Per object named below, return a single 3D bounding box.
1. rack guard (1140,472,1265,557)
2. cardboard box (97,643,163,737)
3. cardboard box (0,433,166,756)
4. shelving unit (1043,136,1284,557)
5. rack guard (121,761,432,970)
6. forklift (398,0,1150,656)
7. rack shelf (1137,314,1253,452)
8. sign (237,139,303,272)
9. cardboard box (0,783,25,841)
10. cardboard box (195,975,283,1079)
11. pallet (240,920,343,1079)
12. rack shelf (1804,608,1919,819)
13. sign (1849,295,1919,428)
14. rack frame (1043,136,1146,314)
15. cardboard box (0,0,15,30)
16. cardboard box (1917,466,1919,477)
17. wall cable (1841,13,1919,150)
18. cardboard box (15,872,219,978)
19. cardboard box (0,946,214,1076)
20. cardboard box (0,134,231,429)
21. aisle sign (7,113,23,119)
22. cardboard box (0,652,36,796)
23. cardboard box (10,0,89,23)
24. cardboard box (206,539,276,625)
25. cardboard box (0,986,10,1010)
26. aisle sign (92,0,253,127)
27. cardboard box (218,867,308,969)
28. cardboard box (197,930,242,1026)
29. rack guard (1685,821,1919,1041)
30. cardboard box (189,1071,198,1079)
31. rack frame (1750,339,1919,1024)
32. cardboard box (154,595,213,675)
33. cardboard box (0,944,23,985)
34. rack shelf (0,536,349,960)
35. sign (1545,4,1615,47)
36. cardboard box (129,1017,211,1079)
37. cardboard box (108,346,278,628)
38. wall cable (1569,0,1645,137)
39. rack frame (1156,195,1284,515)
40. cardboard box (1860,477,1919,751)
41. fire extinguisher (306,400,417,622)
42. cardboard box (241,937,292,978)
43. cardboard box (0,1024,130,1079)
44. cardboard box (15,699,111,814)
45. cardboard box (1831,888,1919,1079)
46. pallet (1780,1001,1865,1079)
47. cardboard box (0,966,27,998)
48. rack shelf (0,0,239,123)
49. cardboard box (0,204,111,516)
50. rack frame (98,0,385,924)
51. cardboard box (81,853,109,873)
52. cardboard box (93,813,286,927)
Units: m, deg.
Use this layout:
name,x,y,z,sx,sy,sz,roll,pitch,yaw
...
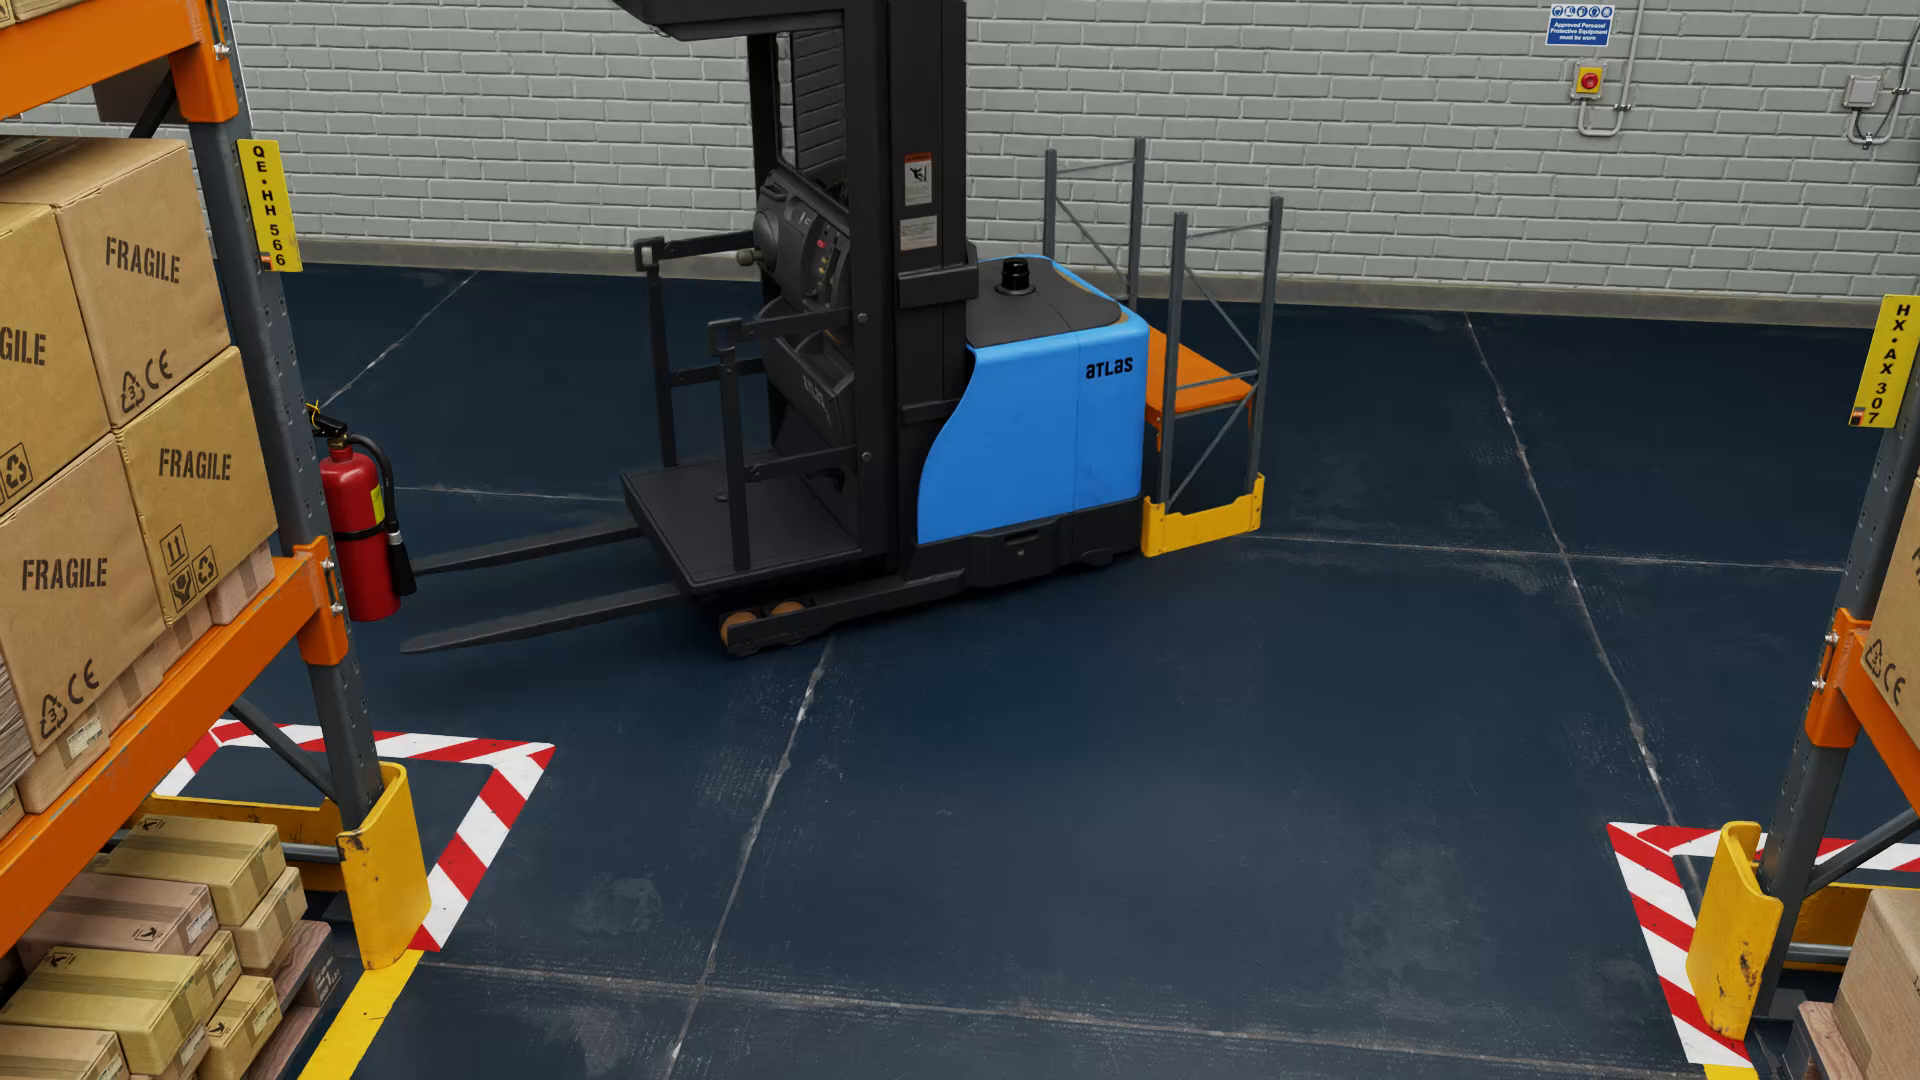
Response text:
name,x,y,z,sx,sy,sz,roll,pitch,yaw
rack guard,1.051,-0.116,7.201,0.587,0.250,0.087,-14,31,-23
cardboard box,-2.064,0.314,3.770,0.380,0.149,0.250,3,28,6
cardboard box,-2.089,0.093,3.496,0.500,0.500,0.500,3,28,5
shelving unit,0.826,-0.877,7.296,0.587,1.500,1.083,-14,31,-23
rack guard,-2.230,0.935,4.986,1.175,0.500,0.348,3,28,6
forklift,-0.788,-1.128,6.254,3.031,2.935,1.130,-12,31,-22
rack shelf,0.831,-0.714,7.374,0.538,0.185,1.000,-14,31,-23
sign,-1.672,-0.808,4.033,0.100,0.325,0.005,3,28,6
cardboard box,-2.133,0.557,3.318,0.380,0.149,0.250,2,28,4
cardboard box,-2.009,1.256,4.318,0.380,0.149,0.250,4,29,8
pallet,-2.365,1.443,4.349,1.003,0.211,1.213,3,28,6
rack shelf,2.459,1.298,2.437,1.077,0.370,4.000,3,28,6
sign,2.154,-0.412,3.855,0.100,0.325,0.005,3,28,6
rack frame,0.601,-1.088,7.688,0.500,1.500,0.032,-14,31,-23
cardboard box,-2.069,-0.985,2.912,0.500,0.250,0.500,3,28,6
cardboard box,2.363,-0.235,3.365,0.500,0.500,0.500,3,28,5
wall cable,4.781,-2.987,8.560,0.588,1.984,0.122,3,28,6
cardboard box,-2.122,0.986,4.192,0.380,0.149,0.250,4,29,7
cardboard box,-2.028,1.116,3.952,0.380,0.149,0.250,3,28,5
cardboard box,-2.030,-0.586,3.702,0.500,0.500,0.500,3,28,5
aisle sign,-2.509,-1.397,3.940,0.394,0.787,0.004,3,28,6
cardboard box,-2.141,0.332,3.052,0.500,0.500,0.500,3,29,6
cardboard box,-2.014,-1.226,3.358,0.500,0.250,0.500,3,28,5
cardboard box,-1.980,0.080,4.204,0.380,0.149,0.250,3,28,6
cardboard box,-2.571,1.216,4.079,0.380,0.149,0.250,4,29,7
aisle sign,-1.914,-1.362,3.875,0.394,0.787,0.004,3,28,6
cardboard box,-2.002,1.004,4.474,0.380,0.149,0.250,3,28,5
cardboard box,-2.088,1.123,4.251,0.380,0.149,0.250,3,28,5
rack guard,2.707,1.129,4.628,1.175,0.500,0.348,3,28,6
cardboard box,-2.127,1.376,4.097,0.380,0.149,0.250,3,28,6
rack frame,2.704,0.039,4.014,1.000,3.000,0.127,3,28,6
cardboard box,-2.048,0.195,3.991,0.380,0.149,0.250,3,28,6
cardboard box,-2.537,0.971,4.220,0.380,0.149,0.250,4,29,7
rack shelf,-2.466,1.057,2.883,1.077,0.370,4.000,3,28,6
sign,3.332,-2.767,8.938,0.327,0.218,0.001,3,28,6
cardboard box,-2.064,1.248,4.020,0.380,0.149,0.250,2,28,4
cardboard box,-2.020,-0.149,3.945,0.500,0.500,0.500,4,29,7
wall cable,3.372,-3.077,8.695,0.585,1.953,0.123,3,28,6
rack frame,1.060,-0.658,6.890,0.500,1.500,0.032,-14,31,-23
cardboard box,2.361,0.205,3.602,0.500,0.500,0.500,3,28,6
fire extinguisher,-1.732,-0.094,4.737,0.296,0.674,0.183,3,28,6
cardboard box,-2.078,1.129,4.554,0.380,0.149,0.250,4,29,7
cardboard box,-2.122,1.234,3.733,0.380,0.149,0.250,2,28,4
cardboard box,-2.072,0.435,3.545,0.380,0.149,0.250,4,29,8
cardboard box,2.723,1.299,3.935,0.875,0.438,0.875,2,28,4
pallet,2.684,1.648,3.969,1.003,0.211,1.213,3,28,6
cardboard box,-2.629,1.096,4.303,0.380,0.149,0.250,3,28,6
rack shelf,-2.466,-0.263,2.172,1.077,0.370,4.000,3,28,6
cardboard box,-2.092,-0.348,3.259,0.500,0.500,0.500,2,28,4
rack frame,-2.221,-0.201,4.460,1.000,3.000,0.127,3,28,6
cardboard box,-2.540,0.970,4.536,0.380,0.149,0.250,5,29,8
cardboard box,-2.034,0.871,4.406,0.380,0.149,0.250,4,29,7
